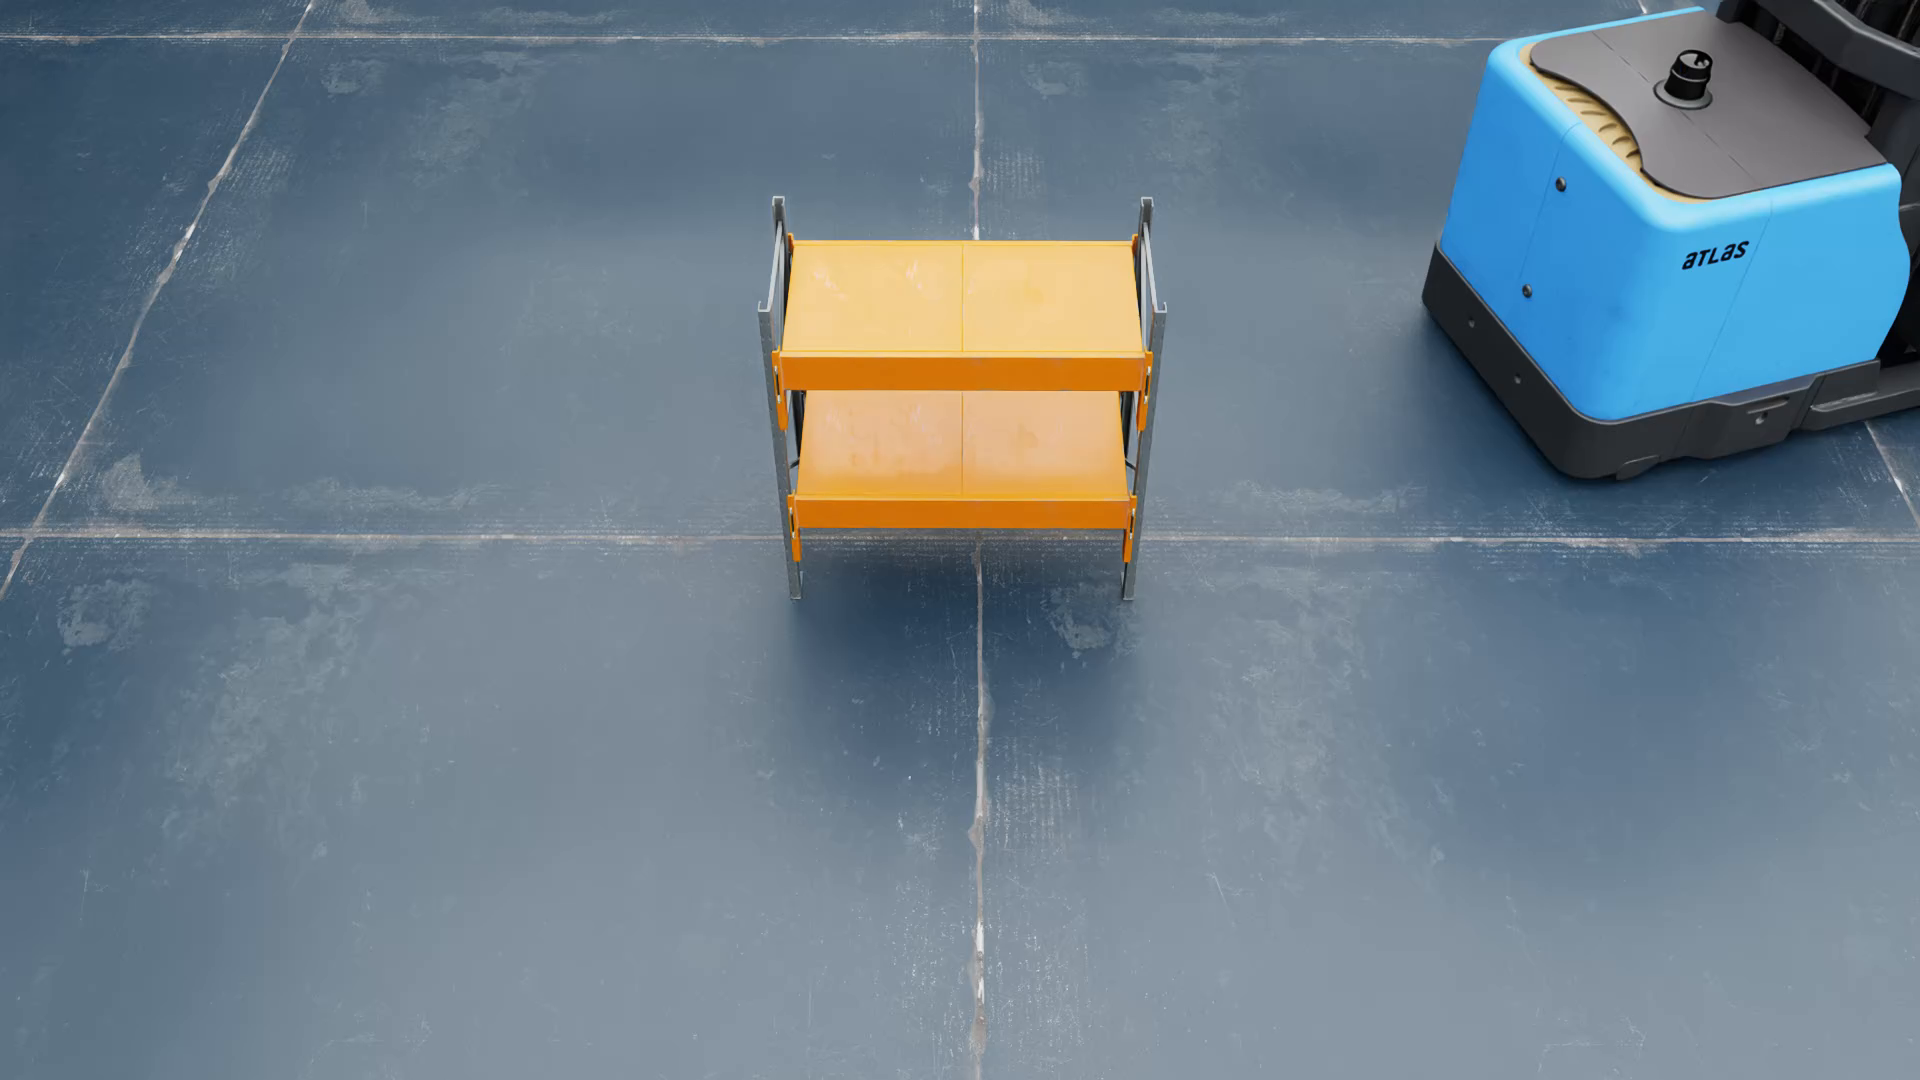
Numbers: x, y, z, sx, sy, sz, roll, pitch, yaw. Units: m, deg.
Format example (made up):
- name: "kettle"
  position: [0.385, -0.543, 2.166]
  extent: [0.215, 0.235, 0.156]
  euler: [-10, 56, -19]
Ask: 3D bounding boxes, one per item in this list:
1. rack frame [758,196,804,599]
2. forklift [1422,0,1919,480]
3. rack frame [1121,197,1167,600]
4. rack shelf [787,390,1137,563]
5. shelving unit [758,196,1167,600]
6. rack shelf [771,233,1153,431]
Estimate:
- name: "rack frame"
  position: [-0.502, -0.385, 4.840]
  extent: [0.032, 1.125, 0.500]
  euler: [0, 47, 0]
- name: "forklift"
  position: [3.229, -1.829, 4.950]
  extent: [3.031, 2.935, 1.130]
  euler: [-13, 48, -12]
- name: "rack frame"
  position: [0.515, -0.382, 4.837]
  extent: [0.032, 1.125, 0.500]
  euler: [0, 47, 0]
- name: "rack shelf"
  position: [0.007, -0.217, 5.017]
  extent: [1.000, 0.278, 0.538]
  euler: [0, 47, 0]
- name: "shelving unit"
  position: [0.007, -0.383, 4.838]
  extent: [1.048, 1.125, 0.538]
  euler: [0, 47, 0]
- name: "rack shelf"
  position: [0.007, -0.583, 4.624]
  extent: [1.000, 0.278, 0.538]
  euler: [0, 47, 0]
